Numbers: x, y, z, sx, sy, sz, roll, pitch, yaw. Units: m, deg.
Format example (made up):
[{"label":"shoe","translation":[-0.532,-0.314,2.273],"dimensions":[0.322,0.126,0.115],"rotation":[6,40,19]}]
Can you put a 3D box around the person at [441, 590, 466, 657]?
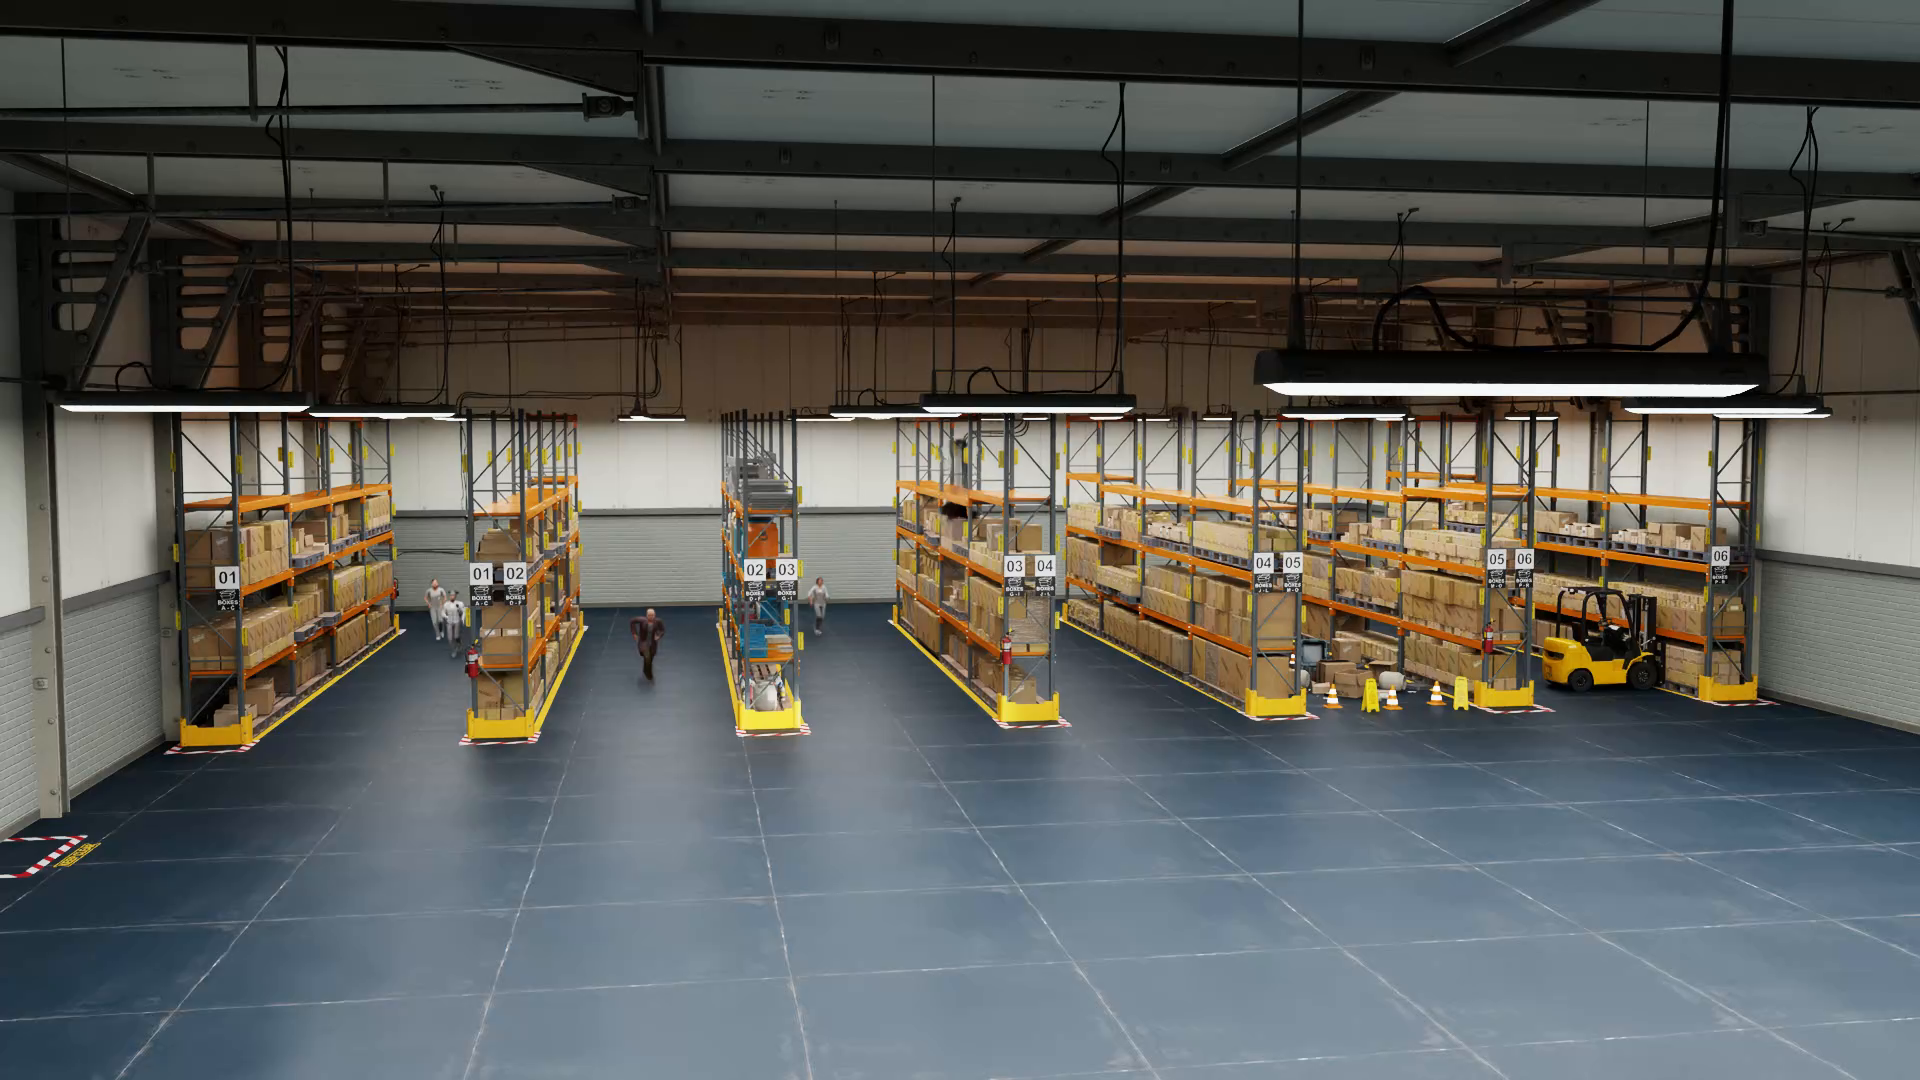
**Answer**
[{"label":"person","translation":[-12.433,2.051,40.828],"dimensions":[0.604,1.659,0.538],"rotation":[-1,4,-8]}]

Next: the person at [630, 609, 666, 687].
[{"label":"person","translation":[-6.898,2.349,36.675],"dimensions":[0.752,1.744,1.056],"rotation":[-1,4,-20]}]

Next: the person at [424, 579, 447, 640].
[{"label":"person","translation":[-13.884,1.838,44.024],"dimensions":[0.570,1.635,0.553],"rotation":[-1,4,-14]}]

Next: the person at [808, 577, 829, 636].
[{"label":"person","translation":[-3.795,1.793,44.856],"dimensions":[0.506,1.592,0.662],"rotation":[-2,4,-24]}]

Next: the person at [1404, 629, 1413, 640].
[{"label":"person","translation":[11.405,1.916,42.210],"dimensions":[0.591,1.720,0.857],"rotation":[-1,4,-16]}]
